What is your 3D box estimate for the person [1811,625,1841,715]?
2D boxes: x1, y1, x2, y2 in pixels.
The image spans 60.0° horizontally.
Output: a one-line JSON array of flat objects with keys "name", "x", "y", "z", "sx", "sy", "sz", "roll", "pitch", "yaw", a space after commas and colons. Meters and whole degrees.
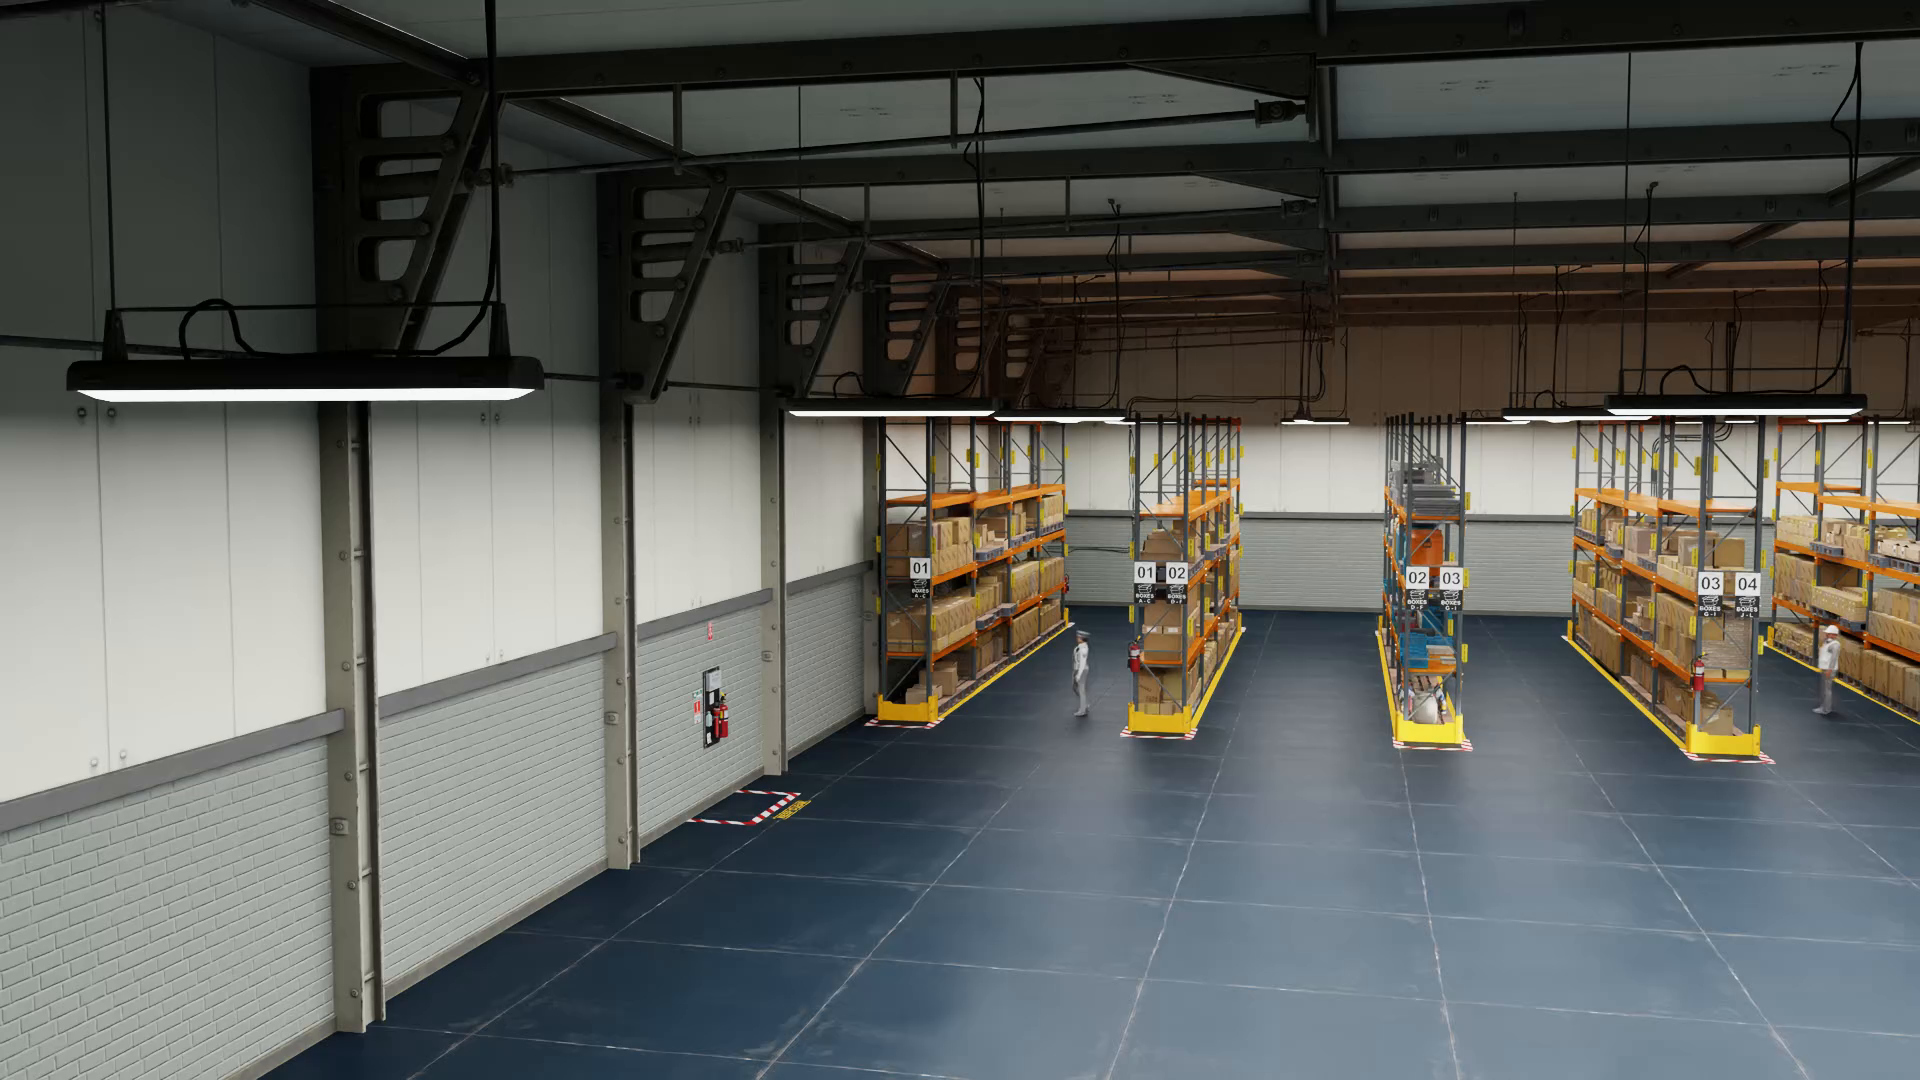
[{"name": "person", "x": 17.325, "y": 2.592, "z": 33.252, "sx": 0.472, "sy": 1.783, "sz": 0.541, "roll": 2, "pitch": 4, "yaw": 25}]

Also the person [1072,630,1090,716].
[{"name": "person", "x": 2.427, "y": 2.644, "z": 33.190, "sx": 0.397, "sy": 1.689, "sz": 0.567, "roll": -1, "pitch": 4, "yaw": -9}]
